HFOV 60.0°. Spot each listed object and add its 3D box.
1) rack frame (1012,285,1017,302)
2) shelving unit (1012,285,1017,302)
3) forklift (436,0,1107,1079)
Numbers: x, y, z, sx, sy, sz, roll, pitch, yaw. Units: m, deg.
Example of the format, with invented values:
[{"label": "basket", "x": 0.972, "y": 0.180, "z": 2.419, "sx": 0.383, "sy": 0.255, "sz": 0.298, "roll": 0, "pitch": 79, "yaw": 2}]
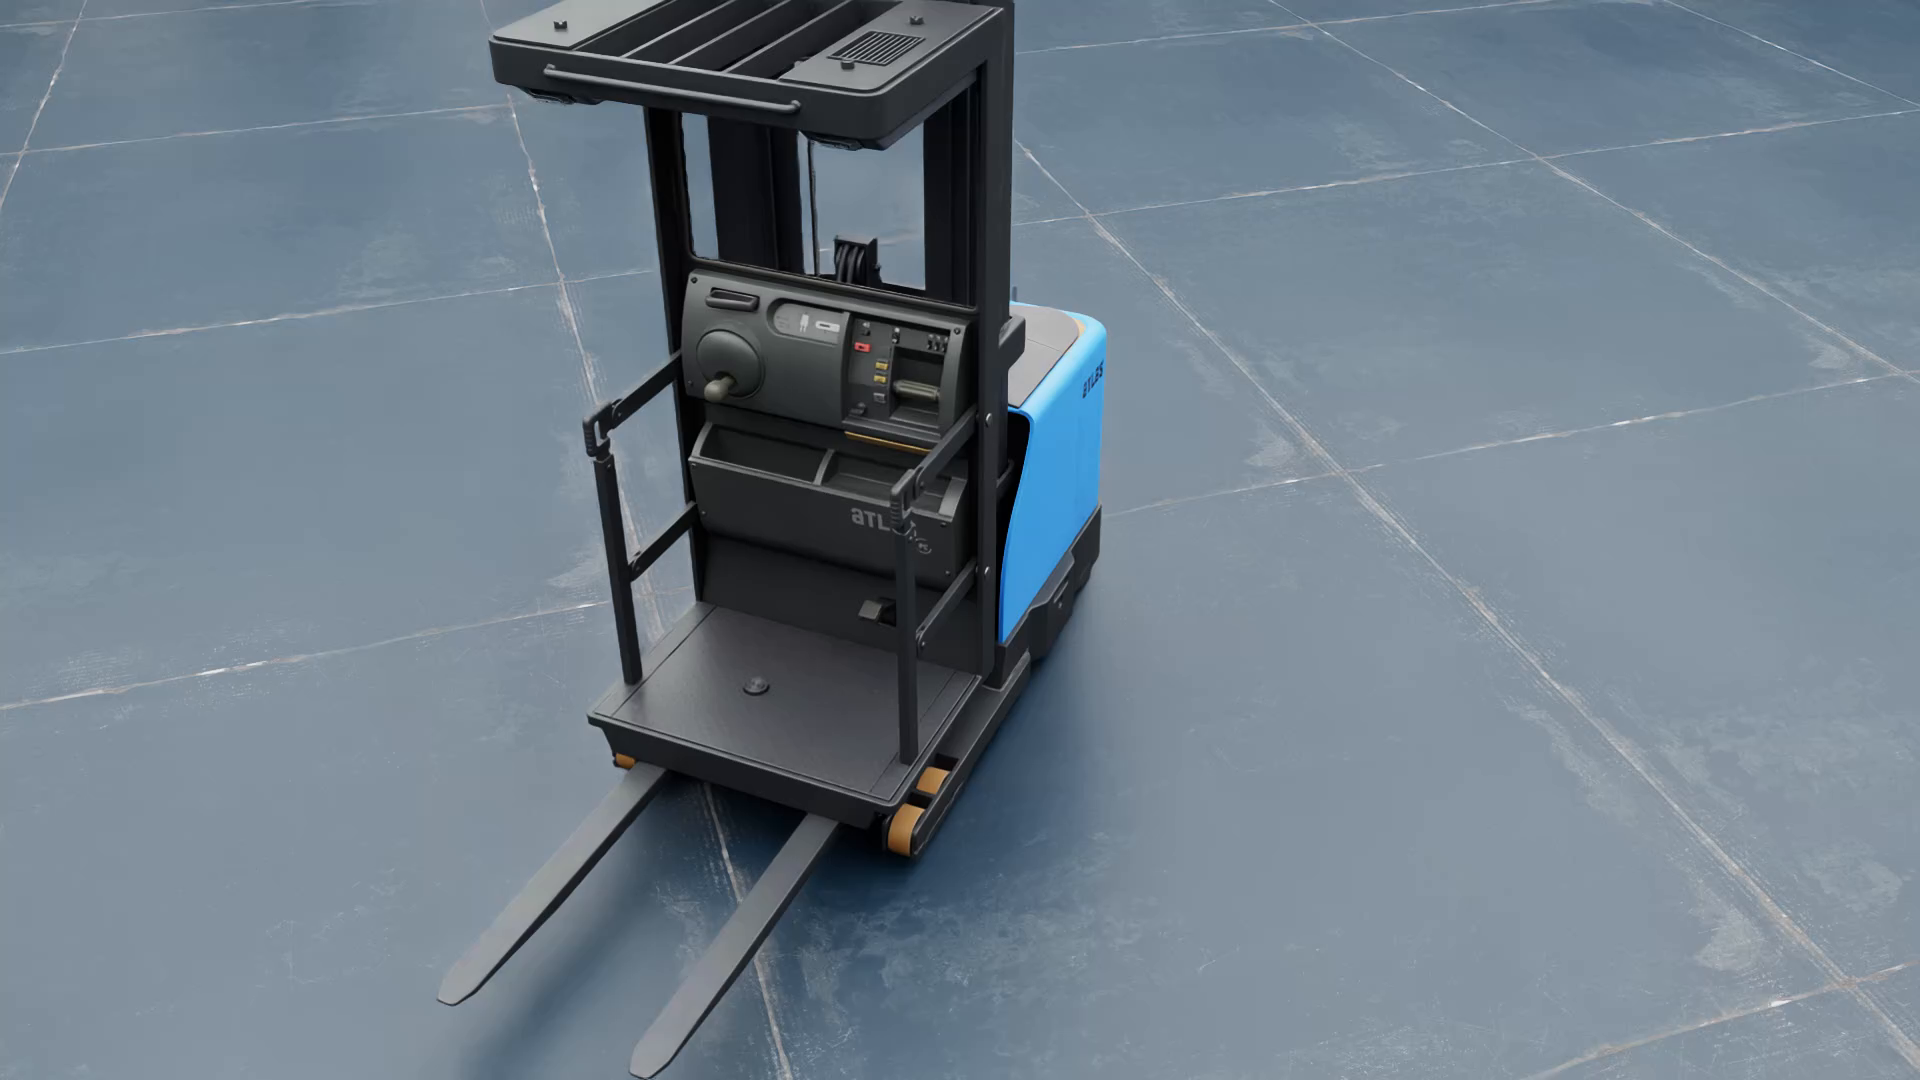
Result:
[{"label": "rack frame", "x": 0.118, "y": -0.515, "z": 6.577, "sx": 0.200, "sy": 1.050, "sz": 0.008, "roll": -6, "pitch": 34, "yaw": -10}, {"label": "shelving unit", "x": 0.093, "y": -0.581, "z": 6.677, "sx": 0.215, "sy": 1.050, "sz": 0.252, "roll": -6, "pitch": 34, "yaw": -10}, {"label": "forklift", "x": -0.504, "y": -0.494, "z": 4.839, "sx": 1.130, "sy": 2.935, "sz": 3.031, "roll": 13, "pitch": 36, "yaw": 19}]
